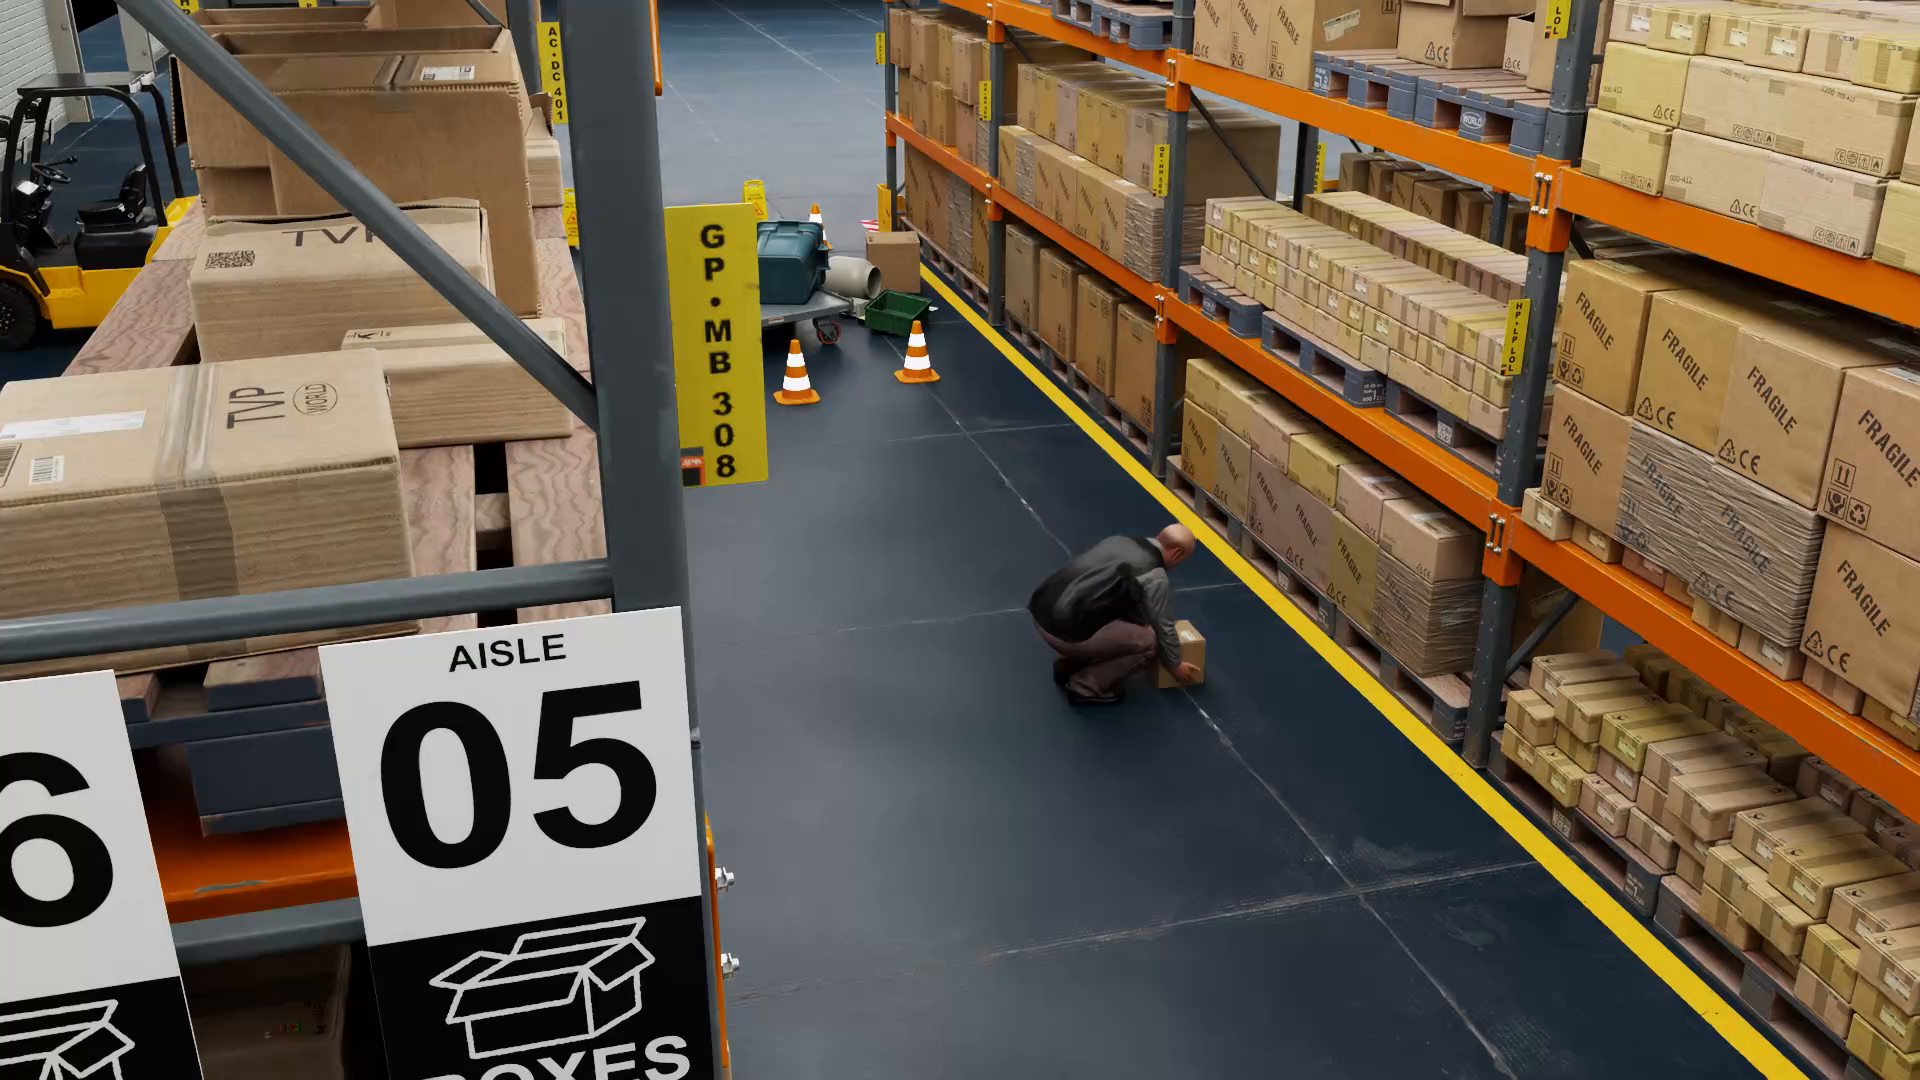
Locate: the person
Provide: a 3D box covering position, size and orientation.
[{"bbox_3d":[0.785,0.366,8.427,0.876,0.833,0.533,-6,24,-14],"label":"person"}]
